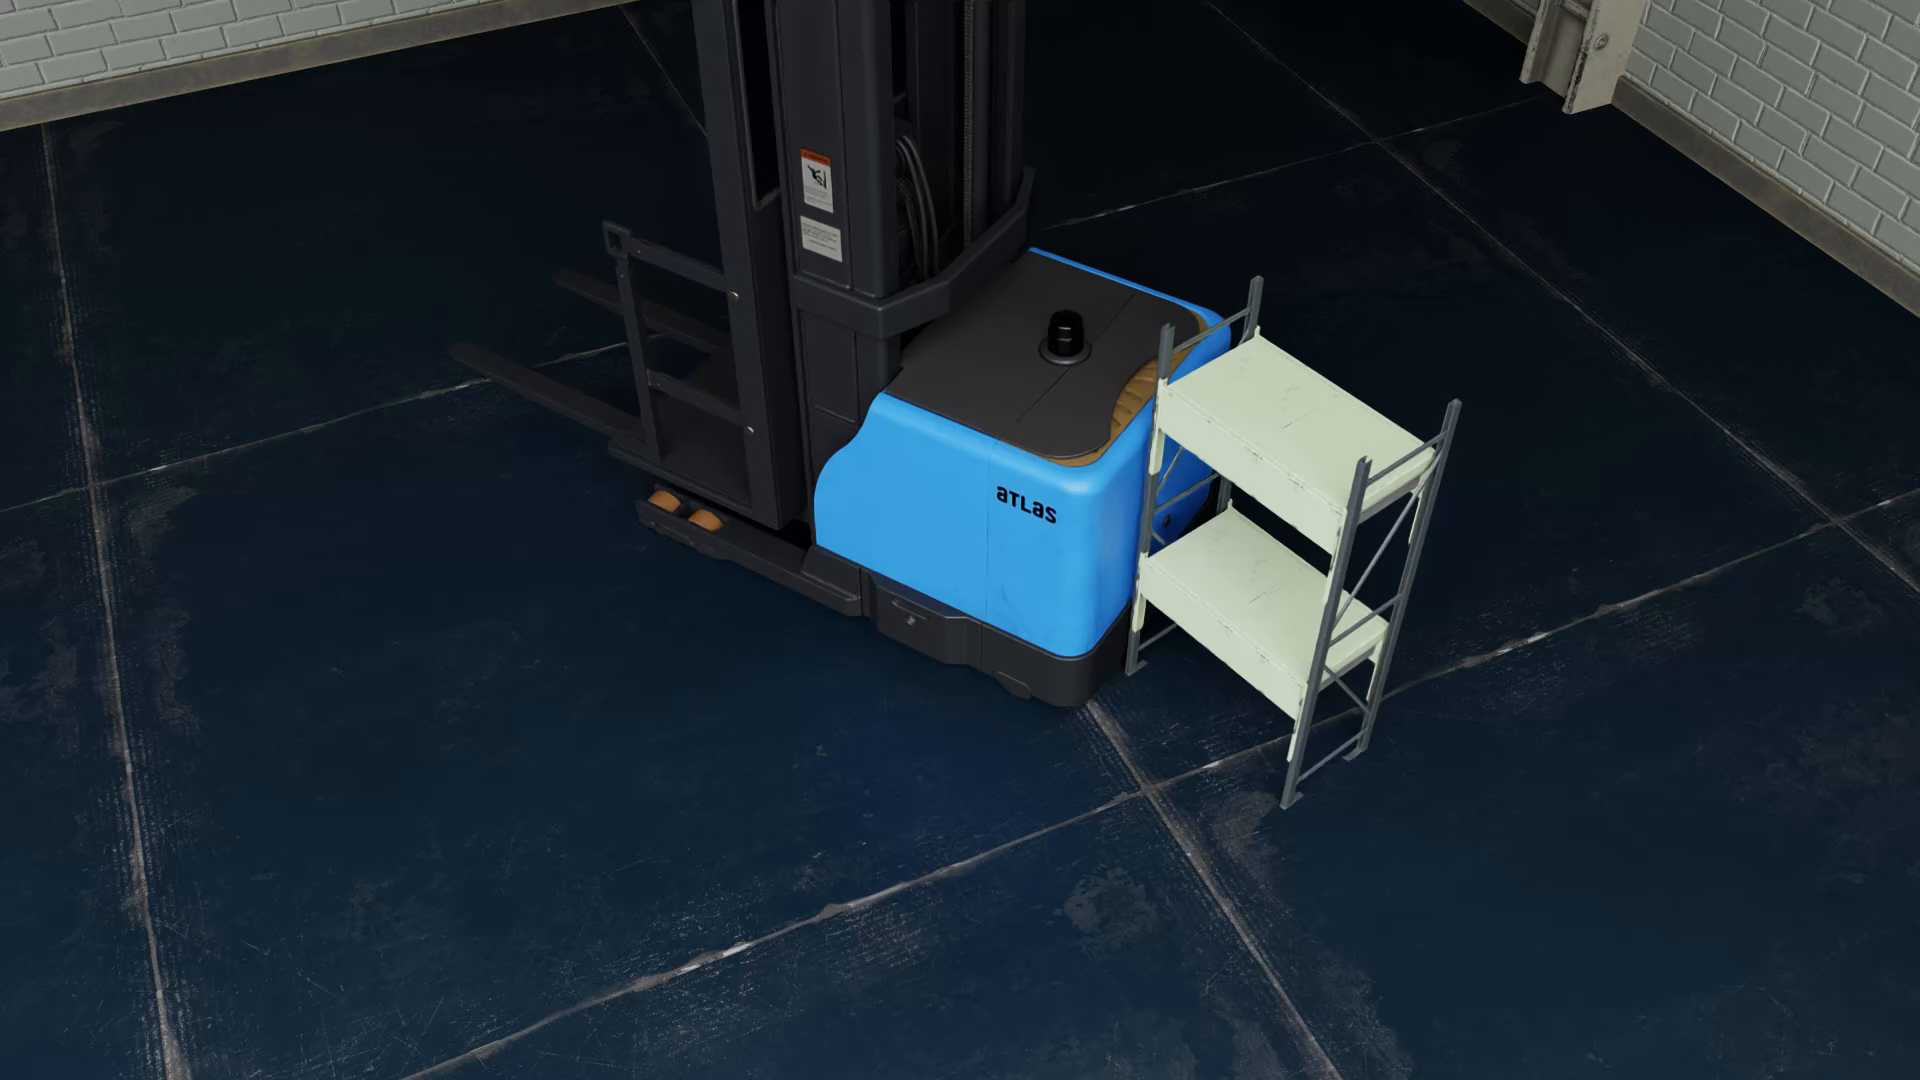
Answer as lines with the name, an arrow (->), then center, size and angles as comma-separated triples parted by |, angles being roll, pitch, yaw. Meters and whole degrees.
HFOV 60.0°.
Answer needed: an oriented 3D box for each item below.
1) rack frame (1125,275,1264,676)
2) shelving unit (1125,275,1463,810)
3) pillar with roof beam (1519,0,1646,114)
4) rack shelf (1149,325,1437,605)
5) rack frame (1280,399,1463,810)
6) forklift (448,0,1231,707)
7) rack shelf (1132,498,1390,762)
rack frame -> 0.734, -0.154, 5.339 | 0.400, 1.500, 0.023 | -30, 52, -27
shelving unit -> 0.965, 0.045, 5.136 | 0.431, 1.500, 0.755 | -30, 52, -27
pillar with roof beam -> -0.764, -4.261, 4.162 | 9.100, 9.000, 0.400 | -18, 47, -17
rack shelf -> 0.965, -0.233, 4.862 | 0.431, 0.370, 0.720 | -30, 52, -27
rack frame -> 1.196, 0.245, 4.934 | 0.400, 1.500, 0.023 | -30, 52, -27
forklift -> -0.611, -1.280, 5.461 | 3.031, 2.935, 1.130 | 24, 49, 22
rack shelf -> 0.965, 0.277, 5.365 | 0.431, 0.370, 0.720 | -30, 52, -27
